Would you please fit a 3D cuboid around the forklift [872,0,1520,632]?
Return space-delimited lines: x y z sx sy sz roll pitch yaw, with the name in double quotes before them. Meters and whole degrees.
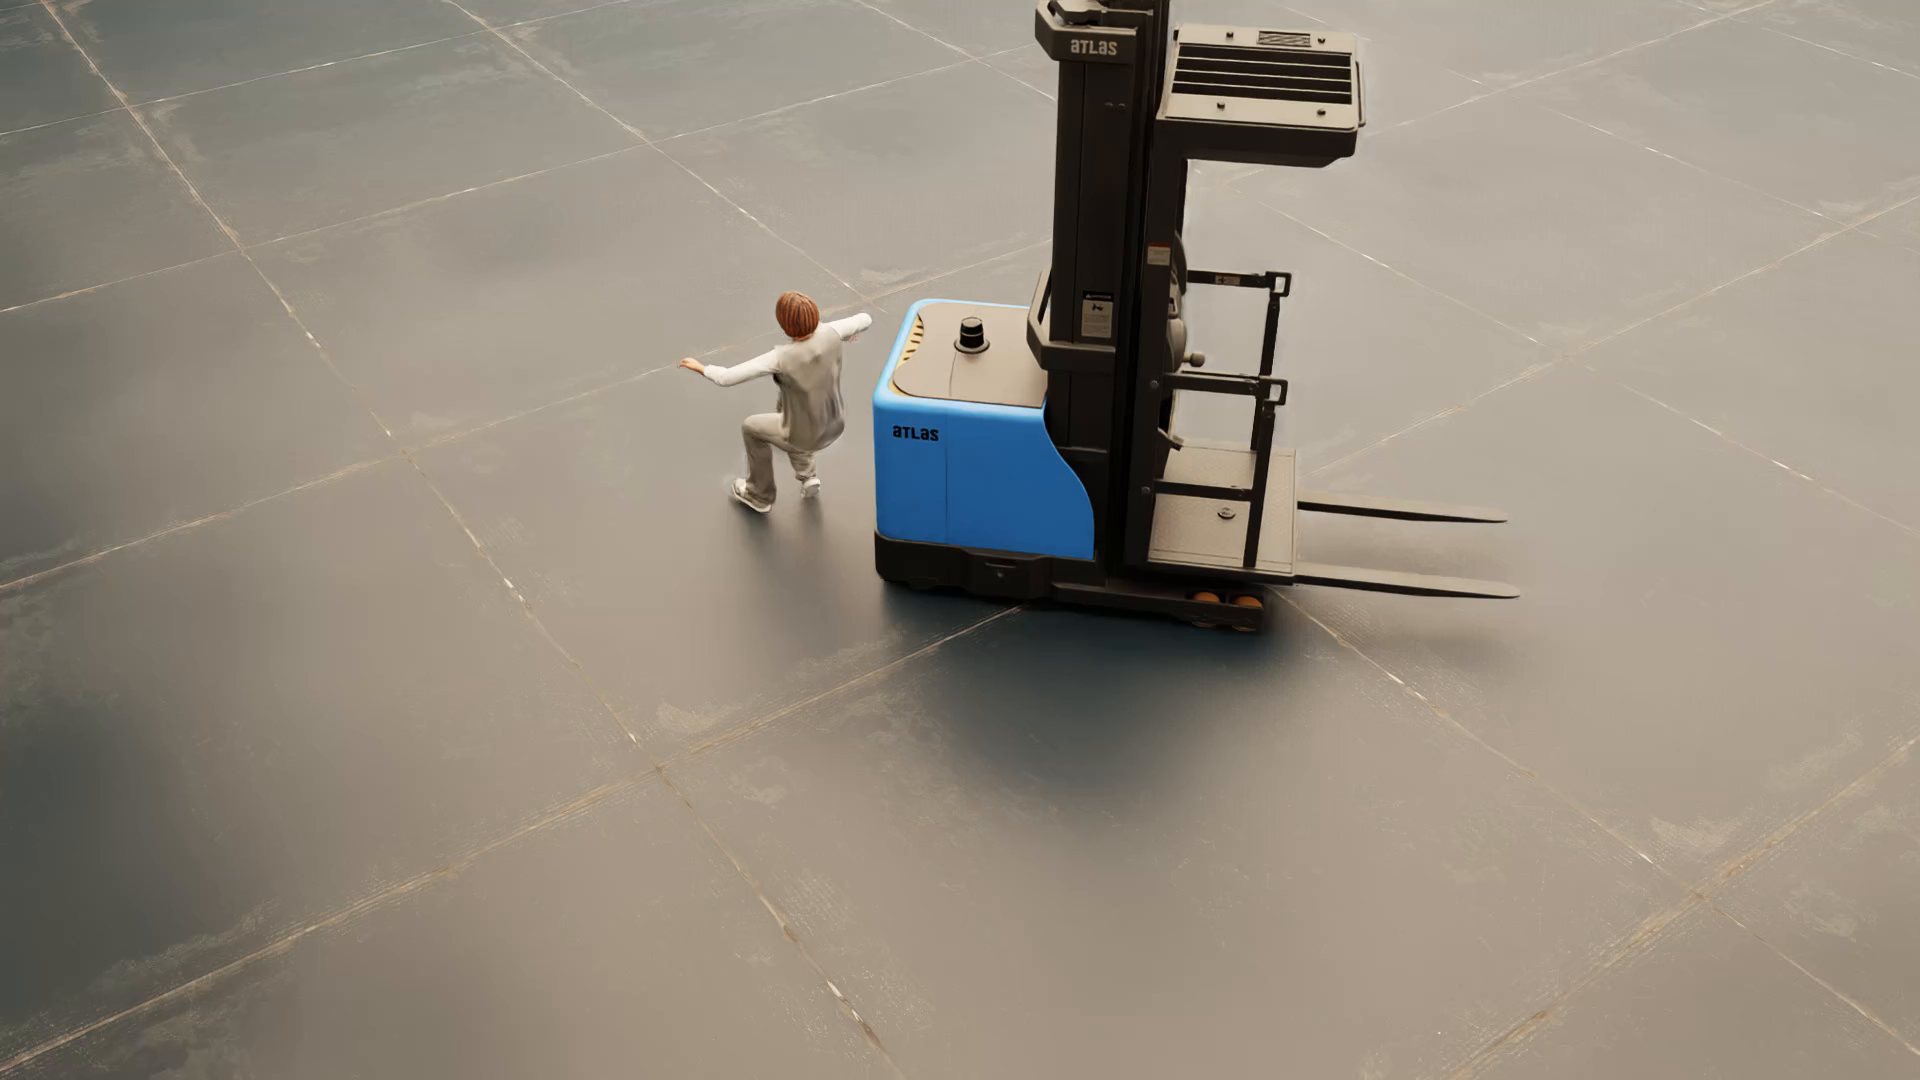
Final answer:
"forklift" 1.154 -1.089 7.417 3.031 2.935 1.130 6 37 8

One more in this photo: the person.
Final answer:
"person" -0.856 -0.691 8.207 0.713 1.408 0.913 29 45 33
